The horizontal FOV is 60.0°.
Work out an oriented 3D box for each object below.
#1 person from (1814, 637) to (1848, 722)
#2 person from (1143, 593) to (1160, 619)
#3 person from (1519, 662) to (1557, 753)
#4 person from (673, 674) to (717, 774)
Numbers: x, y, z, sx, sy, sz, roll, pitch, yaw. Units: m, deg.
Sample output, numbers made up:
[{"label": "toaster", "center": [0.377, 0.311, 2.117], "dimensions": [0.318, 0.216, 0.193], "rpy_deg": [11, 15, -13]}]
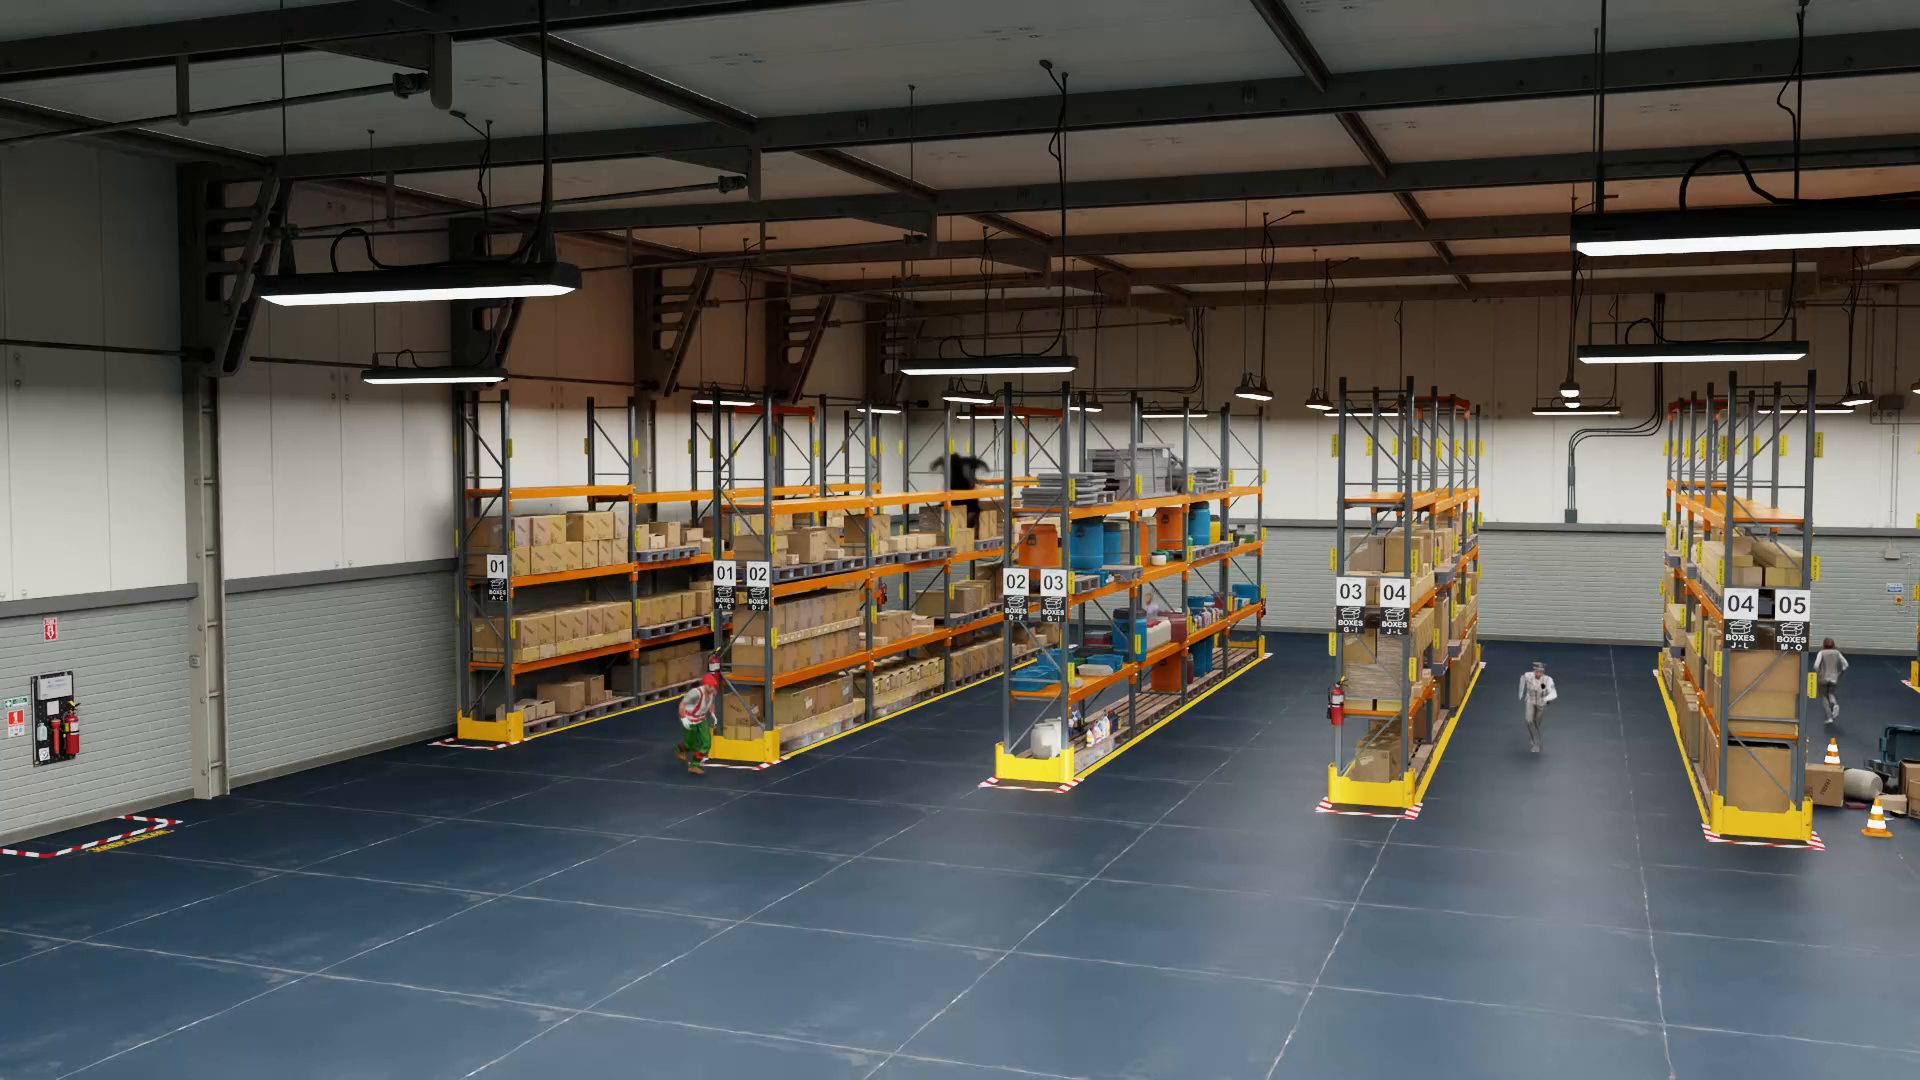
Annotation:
[{"label": "person", "center": [15.892, 2.560, 30.419], "dimensions": [0.545, 1.552, 0.530], "rpy_deg": [1, 3, 10]}, {"label": "person", "center": [4.524, 2.030, 39.343], "dimensions": [0.586, 1.587, 0.722], "rpy_deg": [2, 4, 37]}, {"label": "person", "center": [9.556, 2.723, 27.509], "dimensions": [0.607, 1.495, 1.049], "rpy_deg": [1, 3, 20]}, {"label": "person", "center": [-4.097, 2.819, 25.606], "dimensions": [1.057, 1.571, 0.670], "rpy_deg": [3, 4, 42]}]
